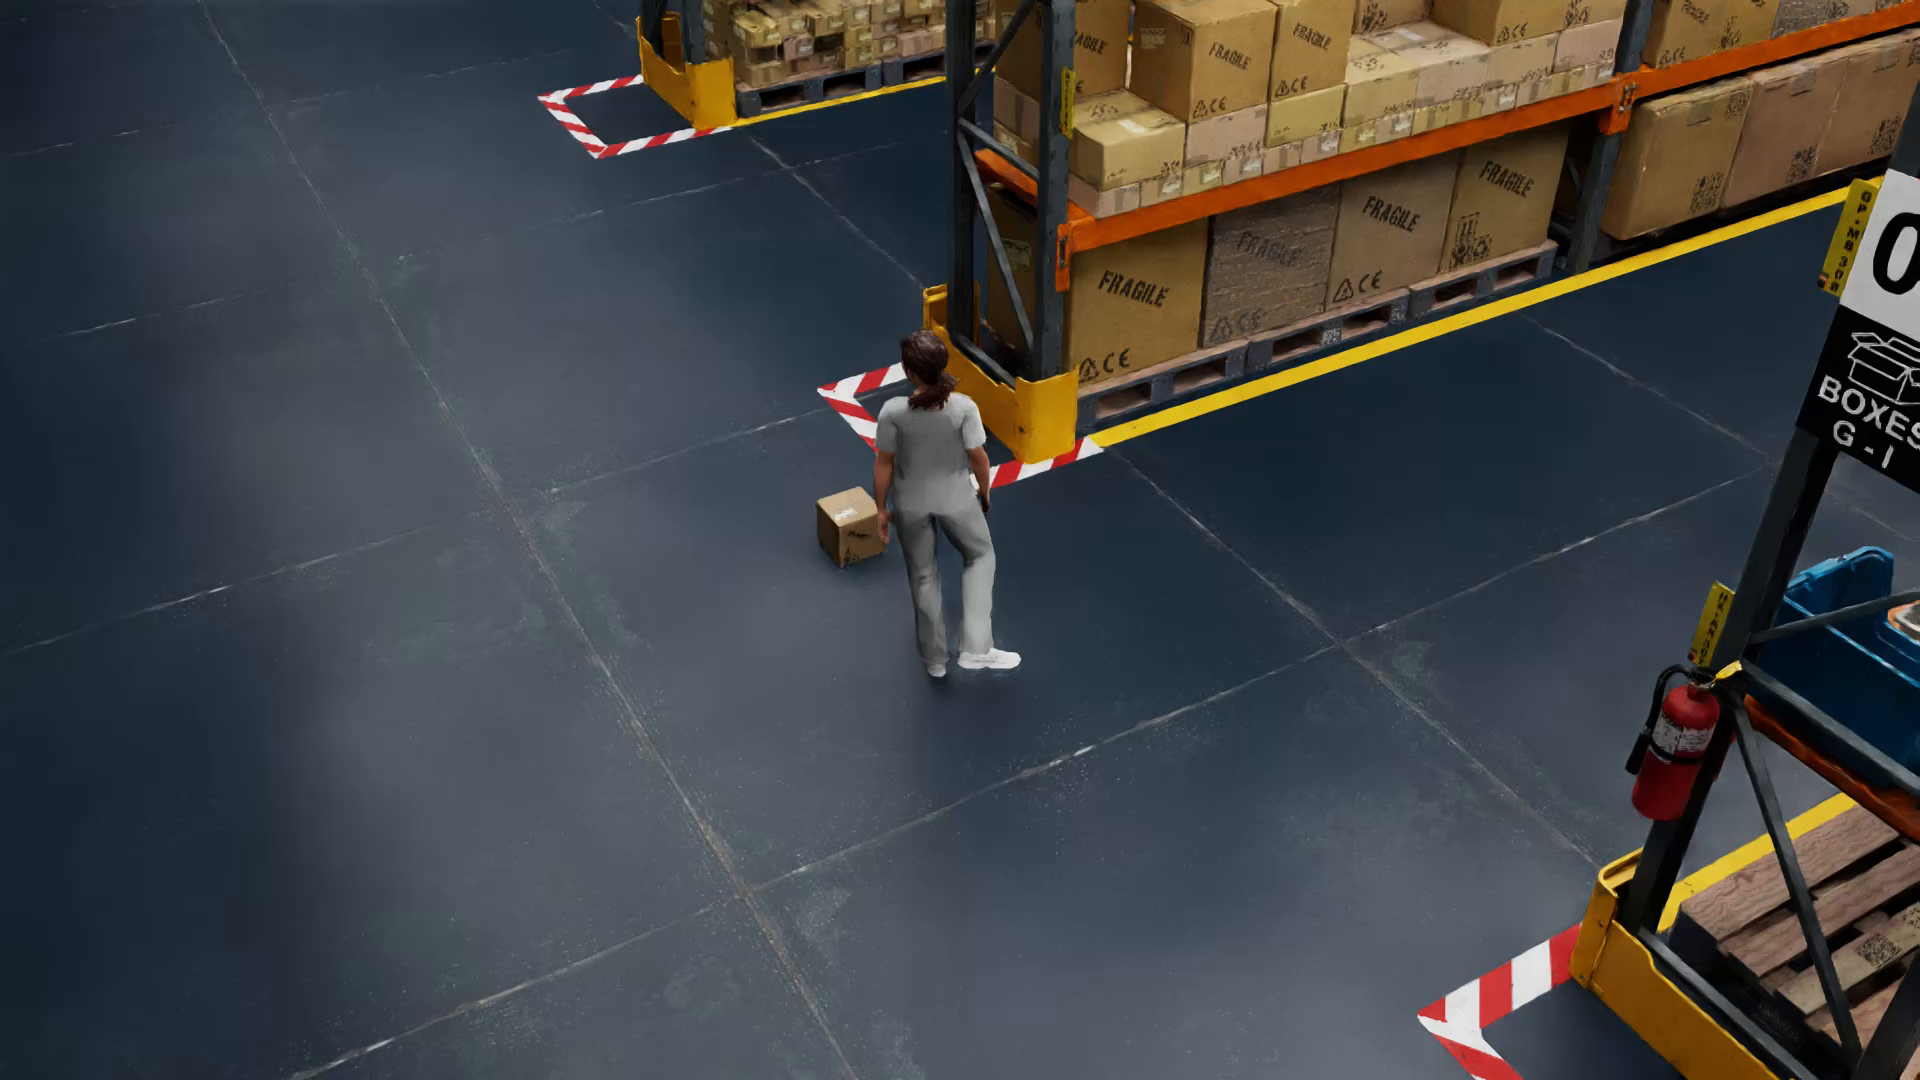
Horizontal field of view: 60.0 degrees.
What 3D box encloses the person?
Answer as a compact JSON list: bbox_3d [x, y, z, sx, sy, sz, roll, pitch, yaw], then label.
[{"bbox_3d":[-0.046,-0.106,7.075,0.633,1.626,0.436,0,37,0],"label":"person"}]
